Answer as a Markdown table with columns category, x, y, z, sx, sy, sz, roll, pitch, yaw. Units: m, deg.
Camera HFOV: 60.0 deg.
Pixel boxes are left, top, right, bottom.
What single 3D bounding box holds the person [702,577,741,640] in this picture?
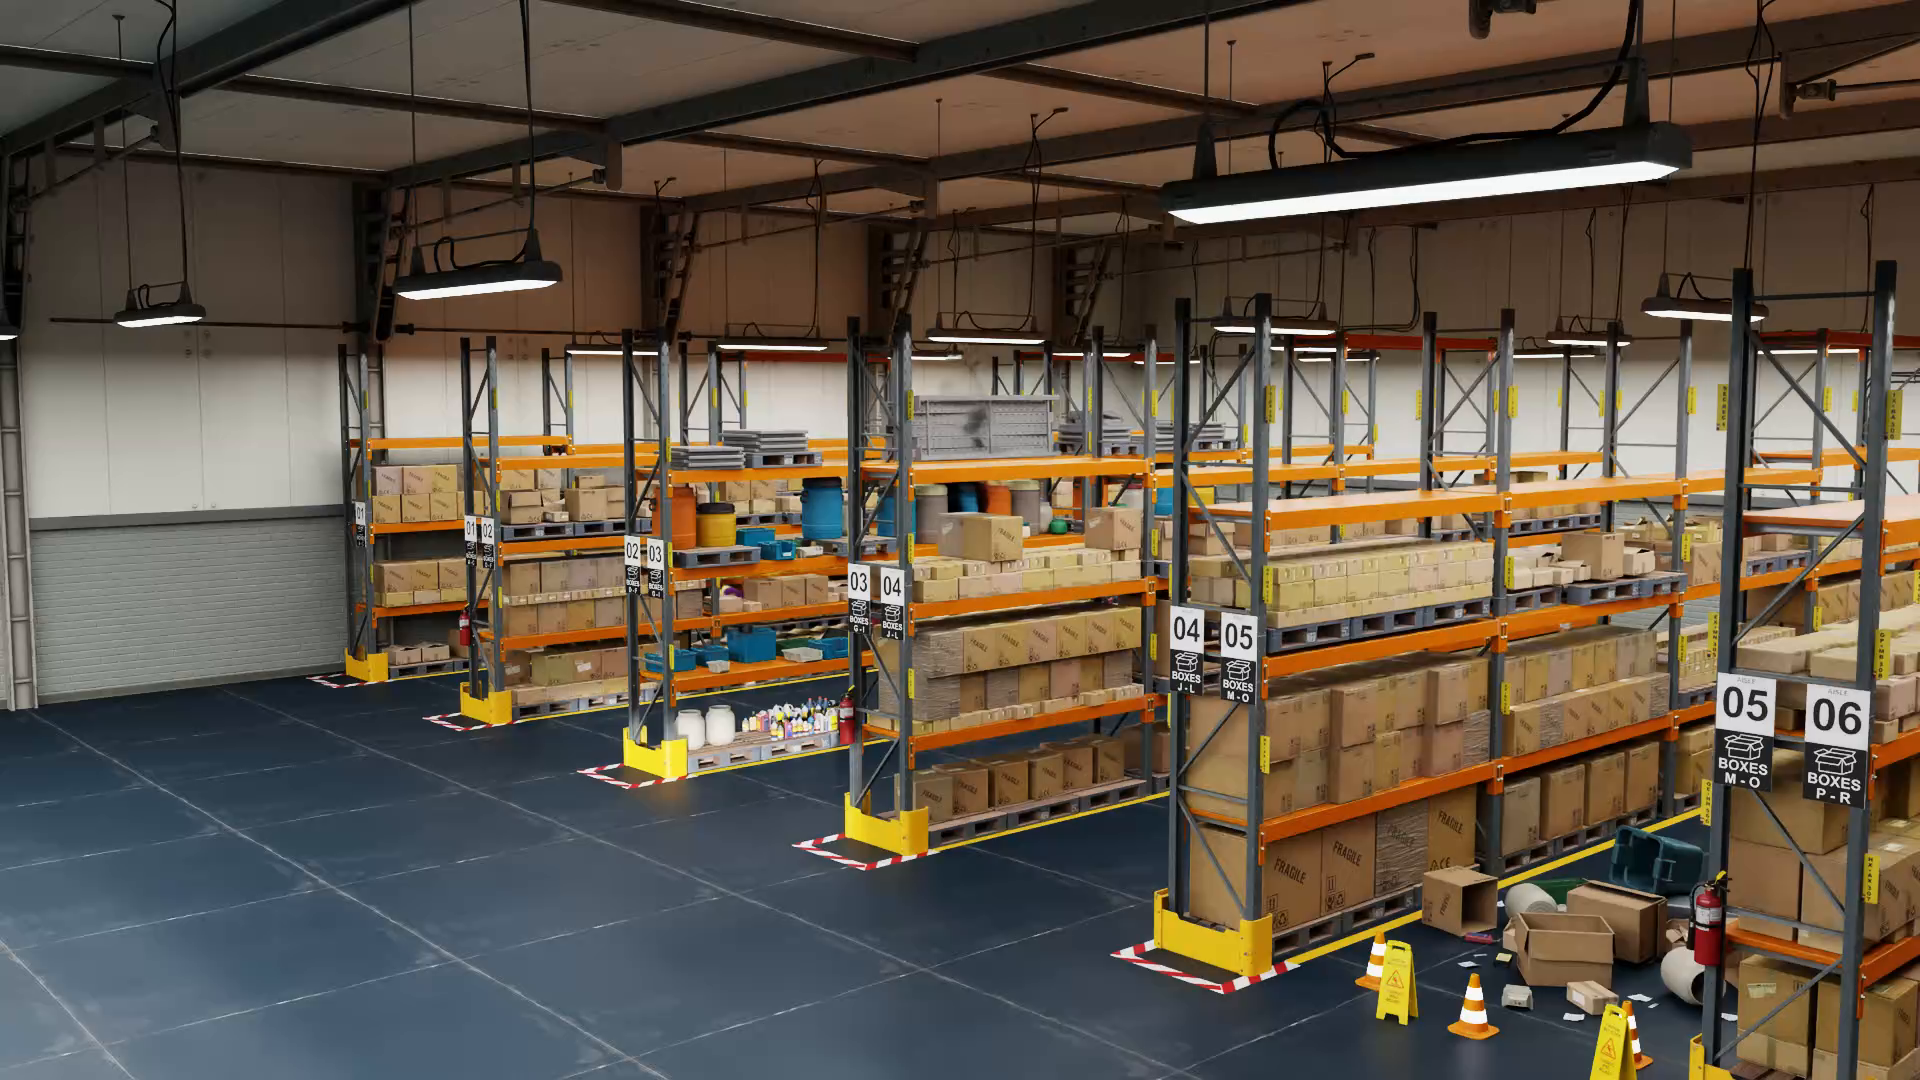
| category | x | y | z | sx | sy | sz | roll | pitch | yaw |
| --- | --- | --- | --- | --- | --- | --- | --- | --- | --- |
| person | -4.515 | 1.498 | 31.308 | 0.759 | 1.825 | 0.680 | -4 | 7 | -41 |

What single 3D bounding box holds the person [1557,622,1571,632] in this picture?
| category | x | y | z | sx | sy | sz | roll | pitch | yaw |
| --- | --- | --- | --- | --- | --- | --- | --- | --- | --- |
| person | 9.199 | 2.058 | 25.385 | 0.614 | 1.643 | 0.869 | 4 | 7 | 41 |
